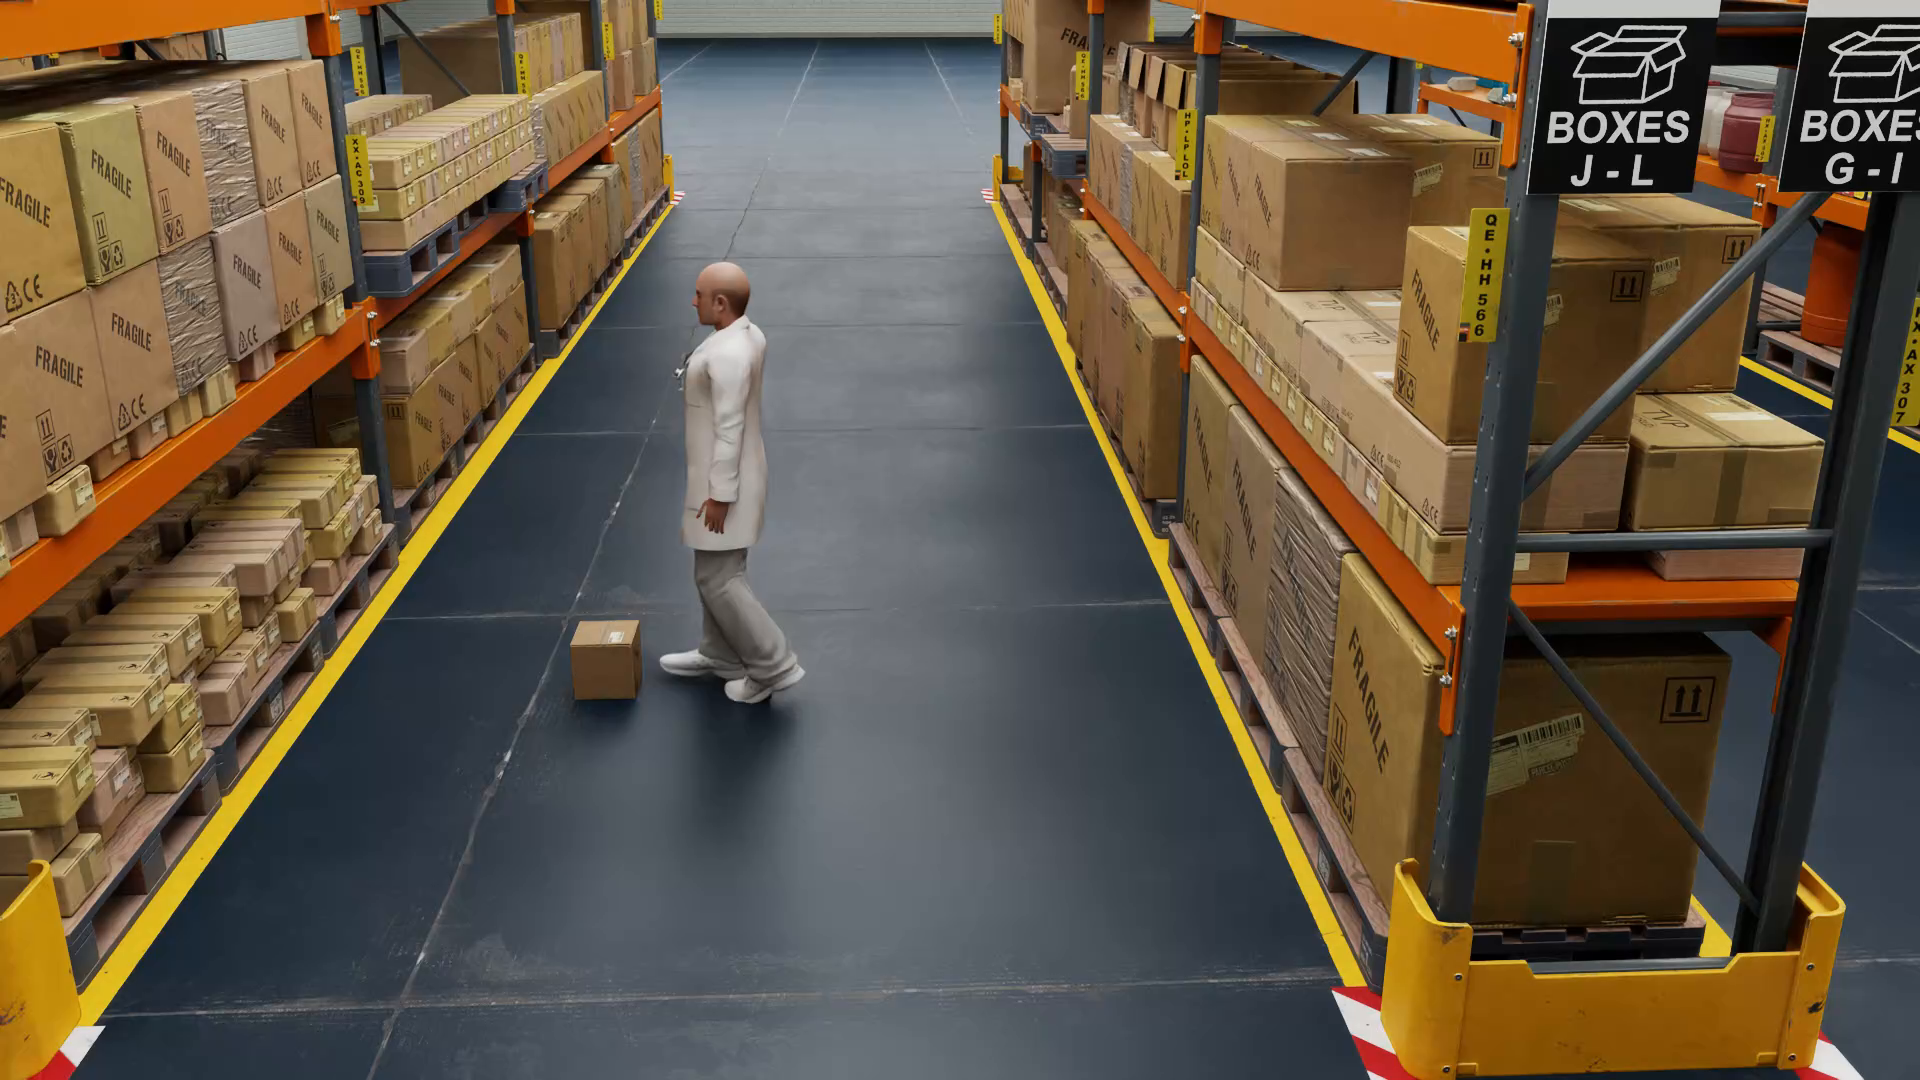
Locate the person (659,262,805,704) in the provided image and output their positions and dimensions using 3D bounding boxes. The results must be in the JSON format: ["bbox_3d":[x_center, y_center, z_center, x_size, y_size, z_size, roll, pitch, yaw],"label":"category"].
[{"bbox_3d":[-0.950,-0.227,6.724,0.664,1.802,0.613,2,20,4],"label":"person"}]
